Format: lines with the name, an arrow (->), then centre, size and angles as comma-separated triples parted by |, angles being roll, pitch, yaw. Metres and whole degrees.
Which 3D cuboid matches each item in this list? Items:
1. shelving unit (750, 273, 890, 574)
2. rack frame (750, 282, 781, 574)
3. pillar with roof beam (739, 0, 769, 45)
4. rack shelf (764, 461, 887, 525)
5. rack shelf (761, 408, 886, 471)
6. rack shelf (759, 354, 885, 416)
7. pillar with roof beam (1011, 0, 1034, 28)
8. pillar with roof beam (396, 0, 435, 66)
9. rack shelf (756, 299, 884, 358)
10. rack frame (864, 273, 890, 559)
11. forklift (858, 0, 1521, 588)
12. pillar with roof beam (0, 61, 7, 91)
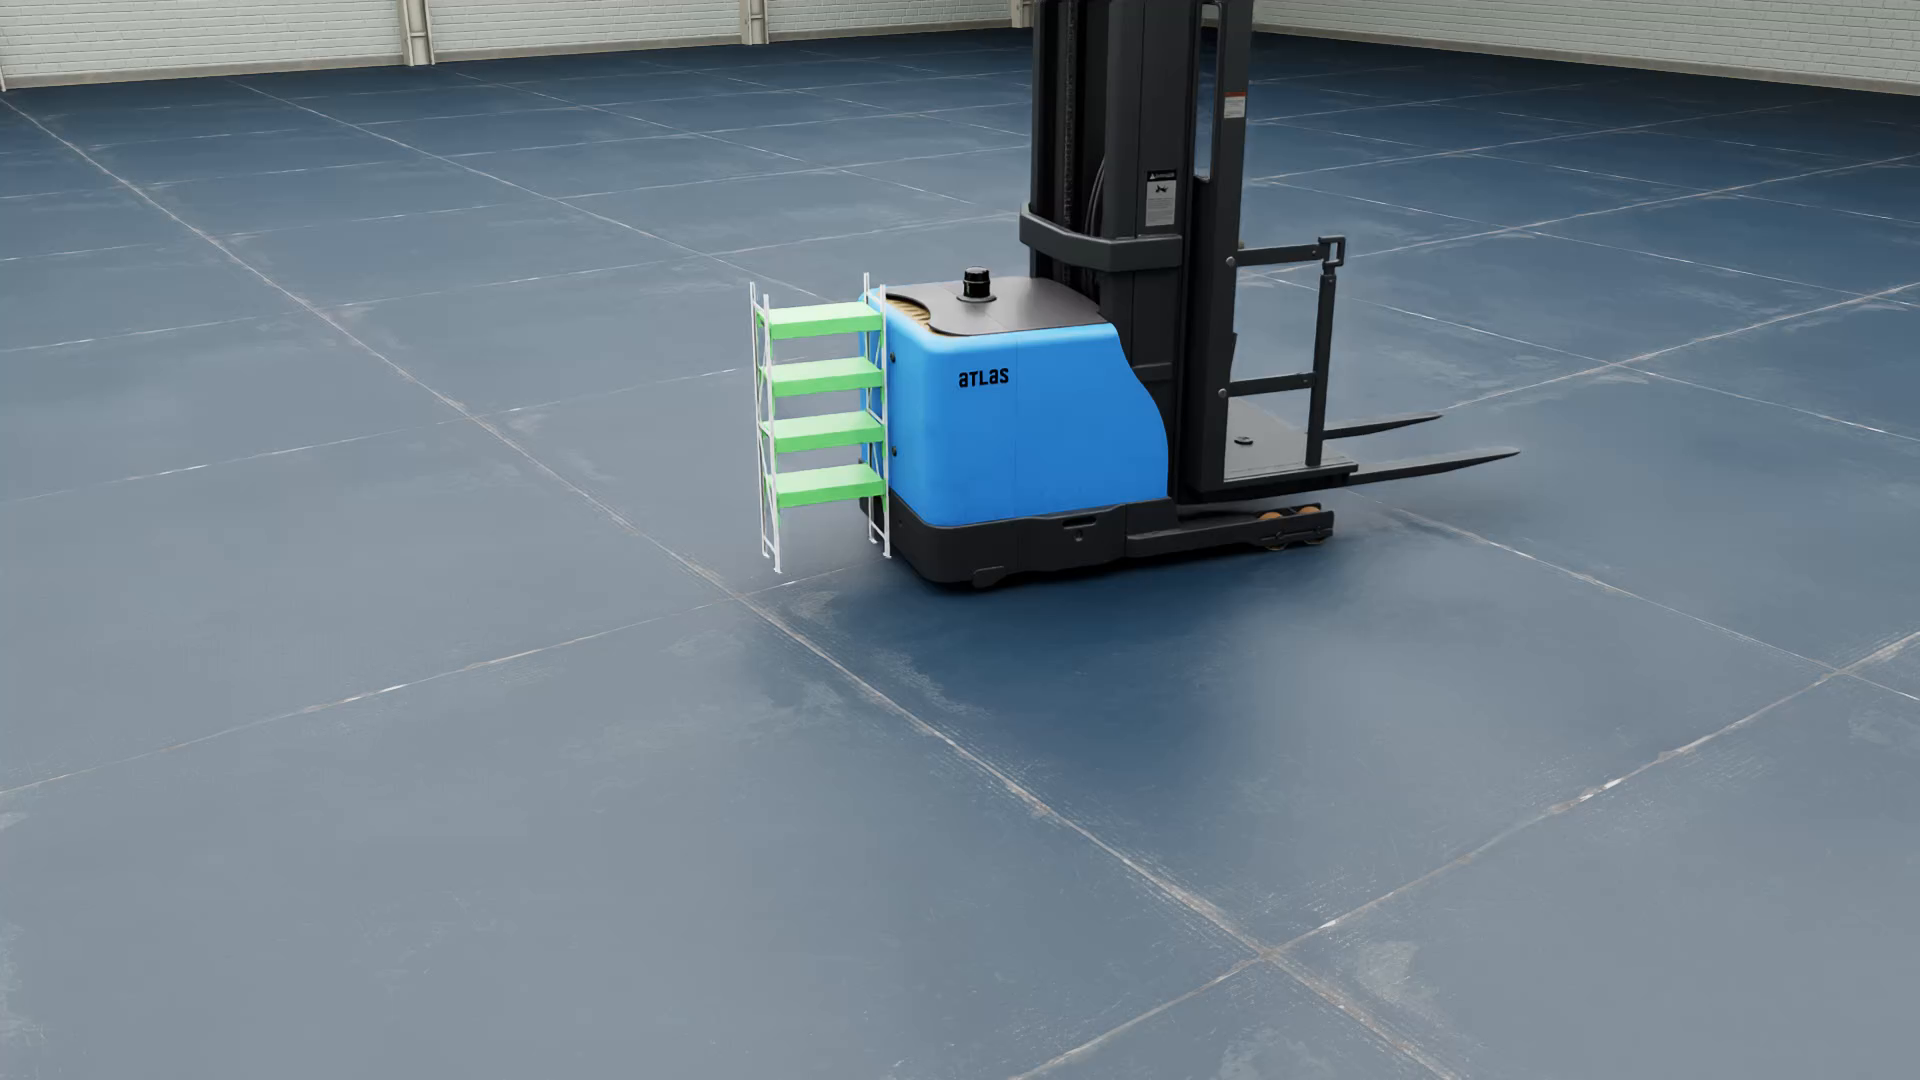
shelving unit -> -0.581, -0.486, 6.996 | 0.503, 1.200, 0.258 | -8, 23, -19
rack frame -> -0.809, -0.454, 6.916 | 0.015, 1.200, 0.240 | -8, 23, -19
pillar with roof beam -> -1.109, -11.660, 24.475 | 0.400, 9.000, 9.100 | -15, 26, -33
rack shelf -> -0.581, -0.204, 7.109 | 0.480, 0.148, 0.258 | -8, 23, -19
rack shelf -> -0.581, -0.427, 7.020 | 0.480, 0.148, 0.258 | -8, 23, -19
rack shelf -> -0.581, -0.650, 6.931 | 0.480, 0.148, 0.258 | -8, 23, -19
pillar with roof beam -> 3.761, -12.959, 27.730 | 0.400, 9.000, 9.100 | -15, 26, -33
pillar with roof beam -> -5.980, -10.361, 21.220 | 0.400, 9.000, 9.100 | -15, 26, -33
rack shelf -> -0.581, -0.873, 6.842 | 0.480, 0.148, 0.258 | -8, 23, -19
rack frame -> -0.353, -0.518, 7.076 | 0.015, 1.200, 0.240 | -8, 23, -19
forklift -> 1.114, -1.488, 7.171 | 3.031, 2.935, 1.130 | -8, 23, -19
pillar with roof beam -> -10.850, -9.063, 17.966 | 0.400, 9.000, 9.100 | -15, 26, -33
